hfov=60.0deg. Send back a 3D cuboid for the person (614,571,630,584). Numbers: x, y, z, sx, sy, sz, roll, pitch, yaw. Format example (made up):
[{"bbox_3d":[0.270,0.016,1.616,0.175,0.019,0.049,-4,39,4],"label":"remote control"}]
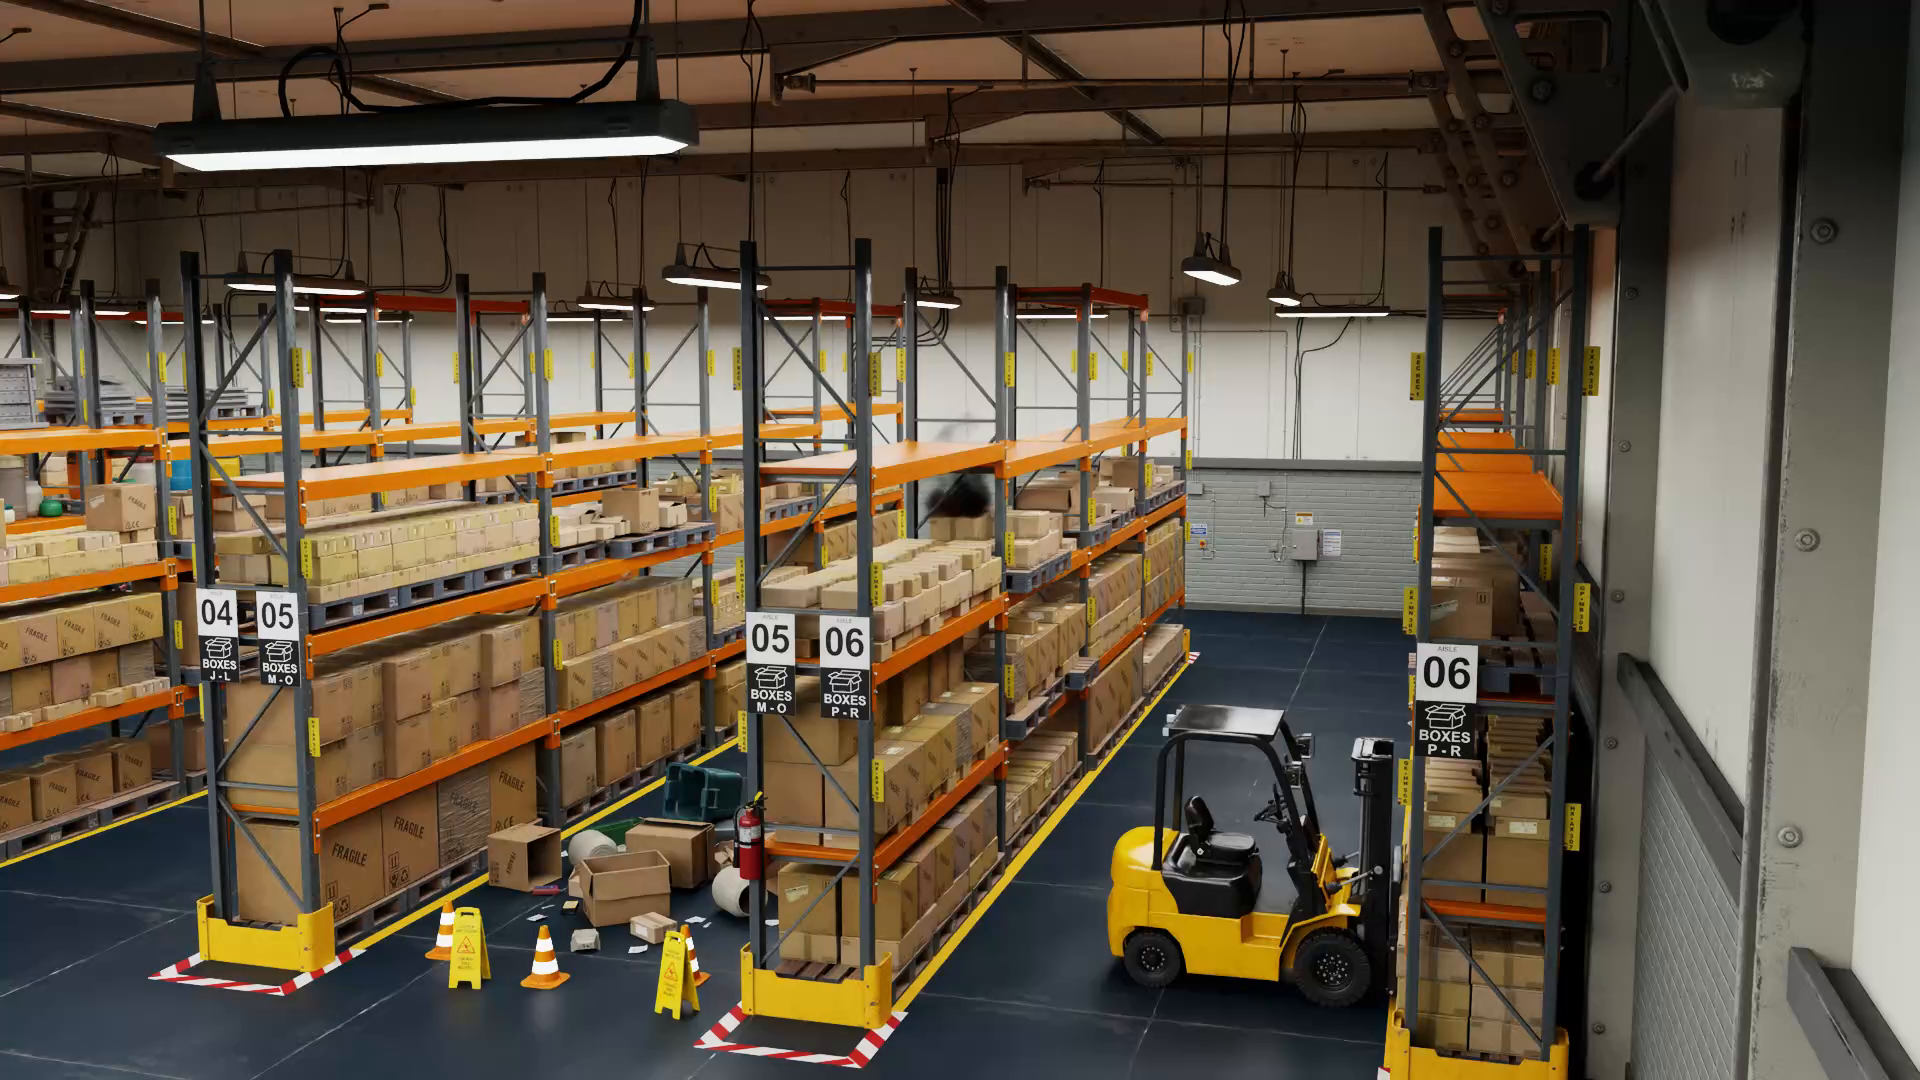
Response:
[{"bbox_3d":[-5.527,1.272,27.624,0.628,1.665,0.803,1,6,10],"label":"person"}]
